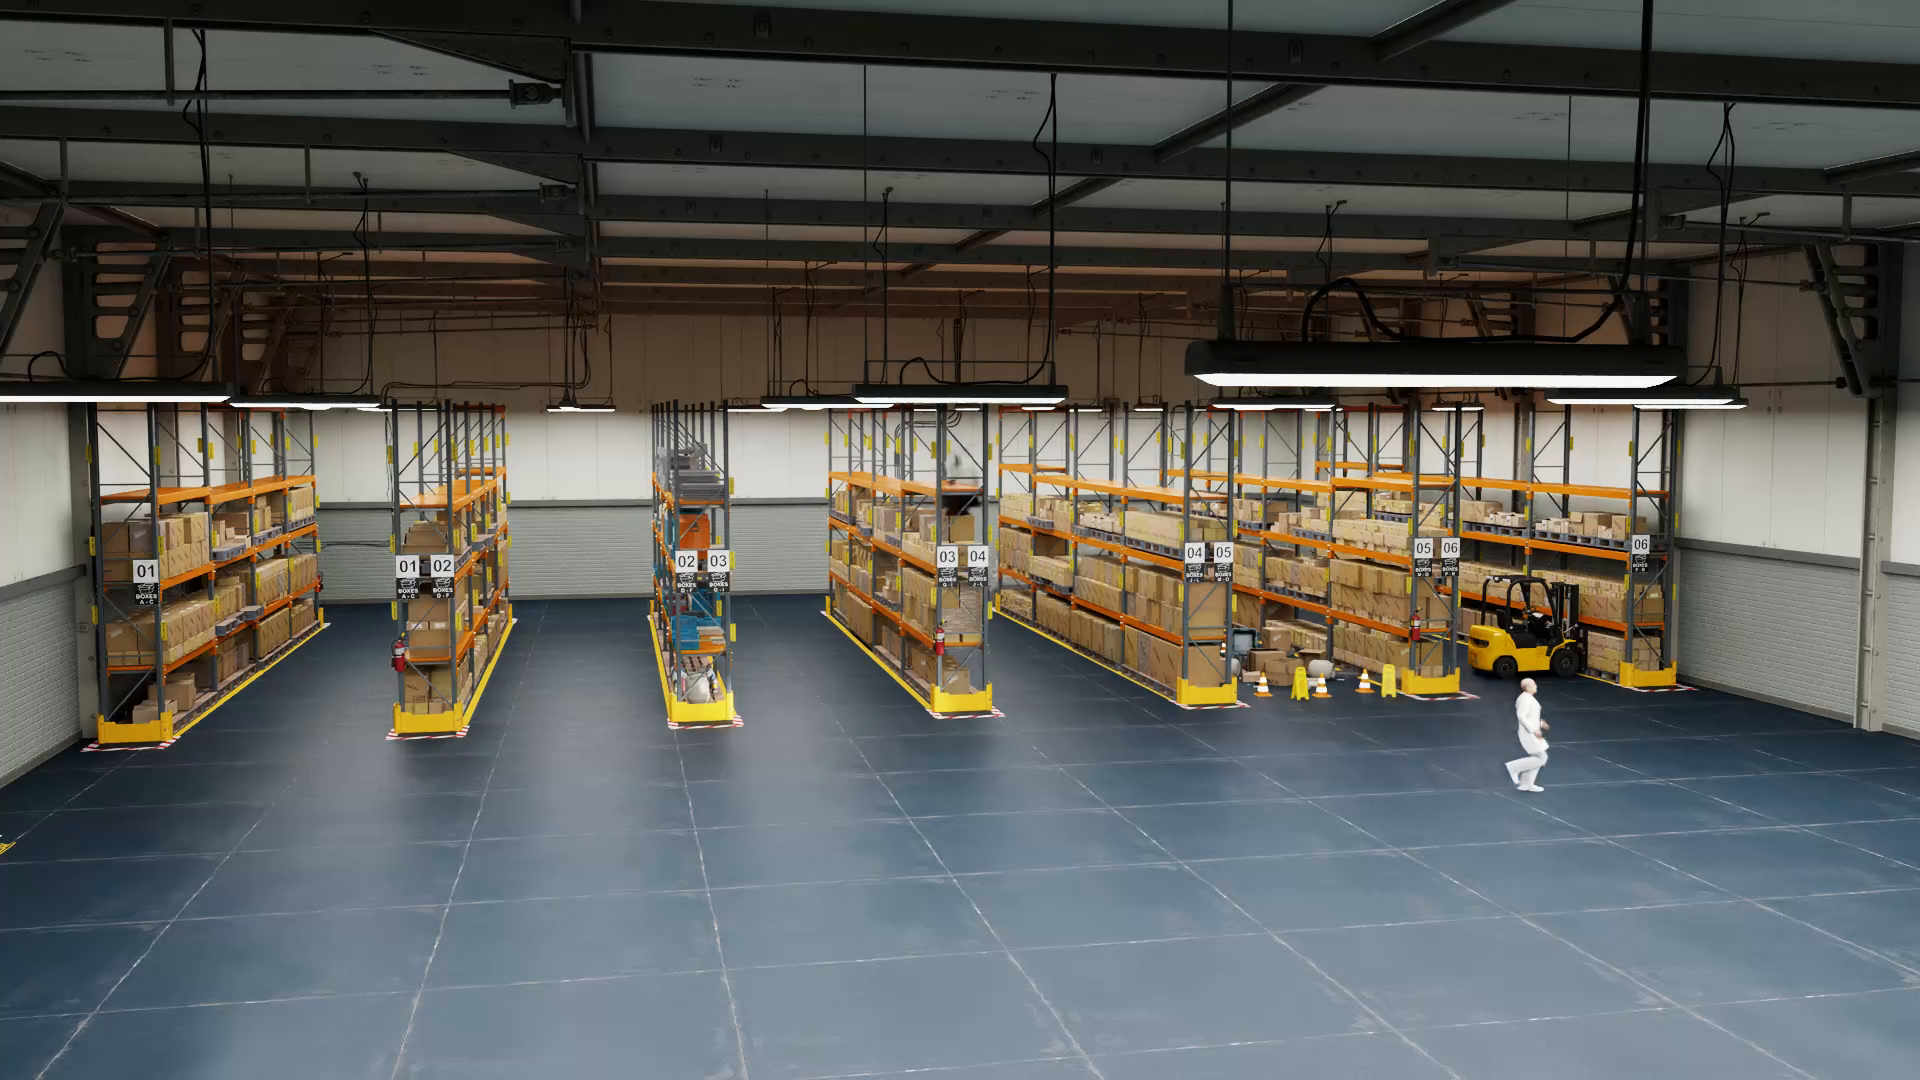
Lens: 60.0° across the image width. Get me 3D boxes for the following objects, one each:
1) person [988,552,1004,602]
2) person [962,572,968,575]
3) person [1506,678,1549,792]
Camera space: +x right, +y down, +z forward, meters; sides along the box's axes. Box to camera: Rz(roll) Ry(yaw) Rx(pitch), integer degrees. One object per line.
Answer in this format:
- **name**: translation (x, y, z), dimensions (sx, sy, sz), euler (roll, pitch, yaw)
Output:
- **person**: translation (1.060, 1.143, 49.936), dimensions (0.739, 1.620, 0.882), euler (-1, 4, -7)
- **person**: translation (0.153, 1.444, 46.714), dimensions (0.598, 1.526, 0.554), euler (0, 4, -6)
- **person**: translation (8.621, 2.960, 25.254), dimensions (0.638, 1.733, 0.710), euler (1, 4, 12)
